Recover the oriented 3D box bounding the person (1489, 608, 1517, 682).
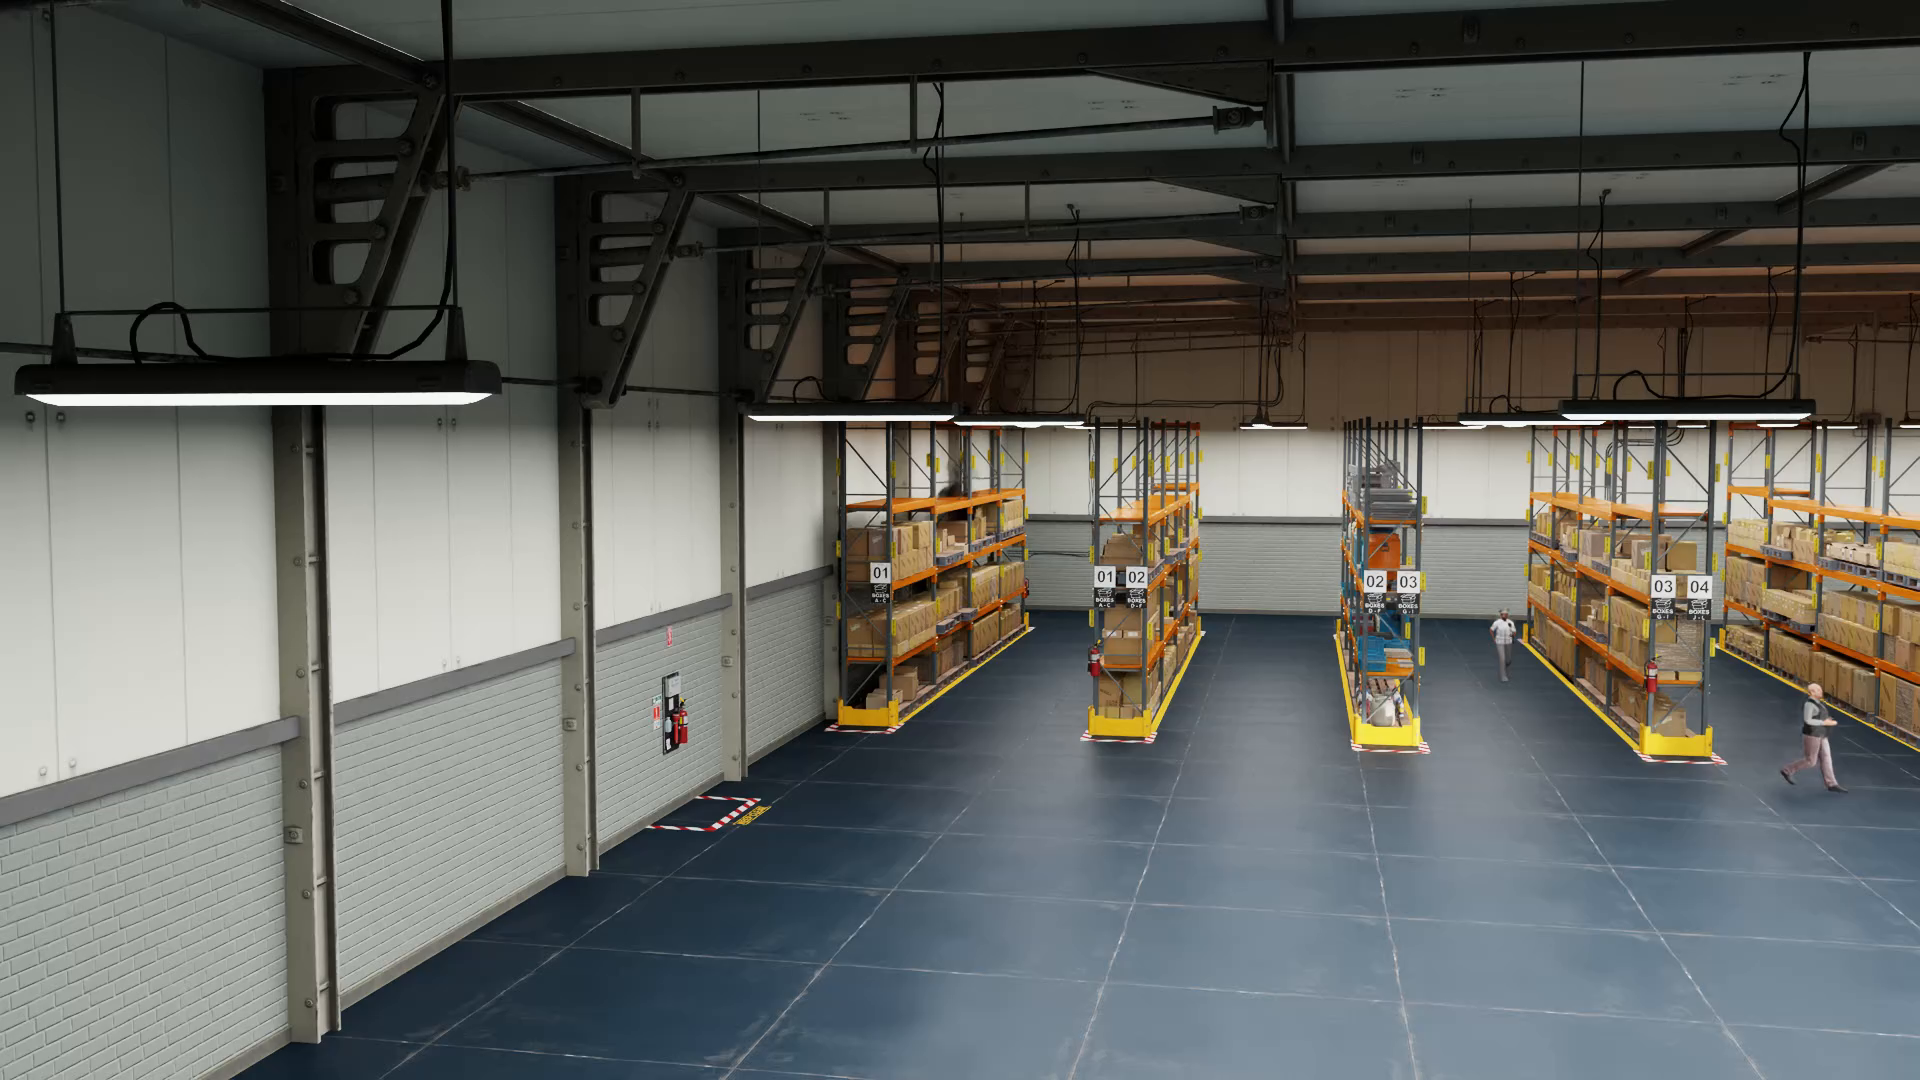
[{"bbox_3d":[12.536,2.392,38.362,0.588,1.669,0.851,0,4,3],"label":"person"}]

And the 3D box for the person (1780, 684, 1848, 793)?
[{"bbox_3d":[13.506,3.089,26.371,0.663,1.638,0.809,-4,5,-44],"label":"person"}]
